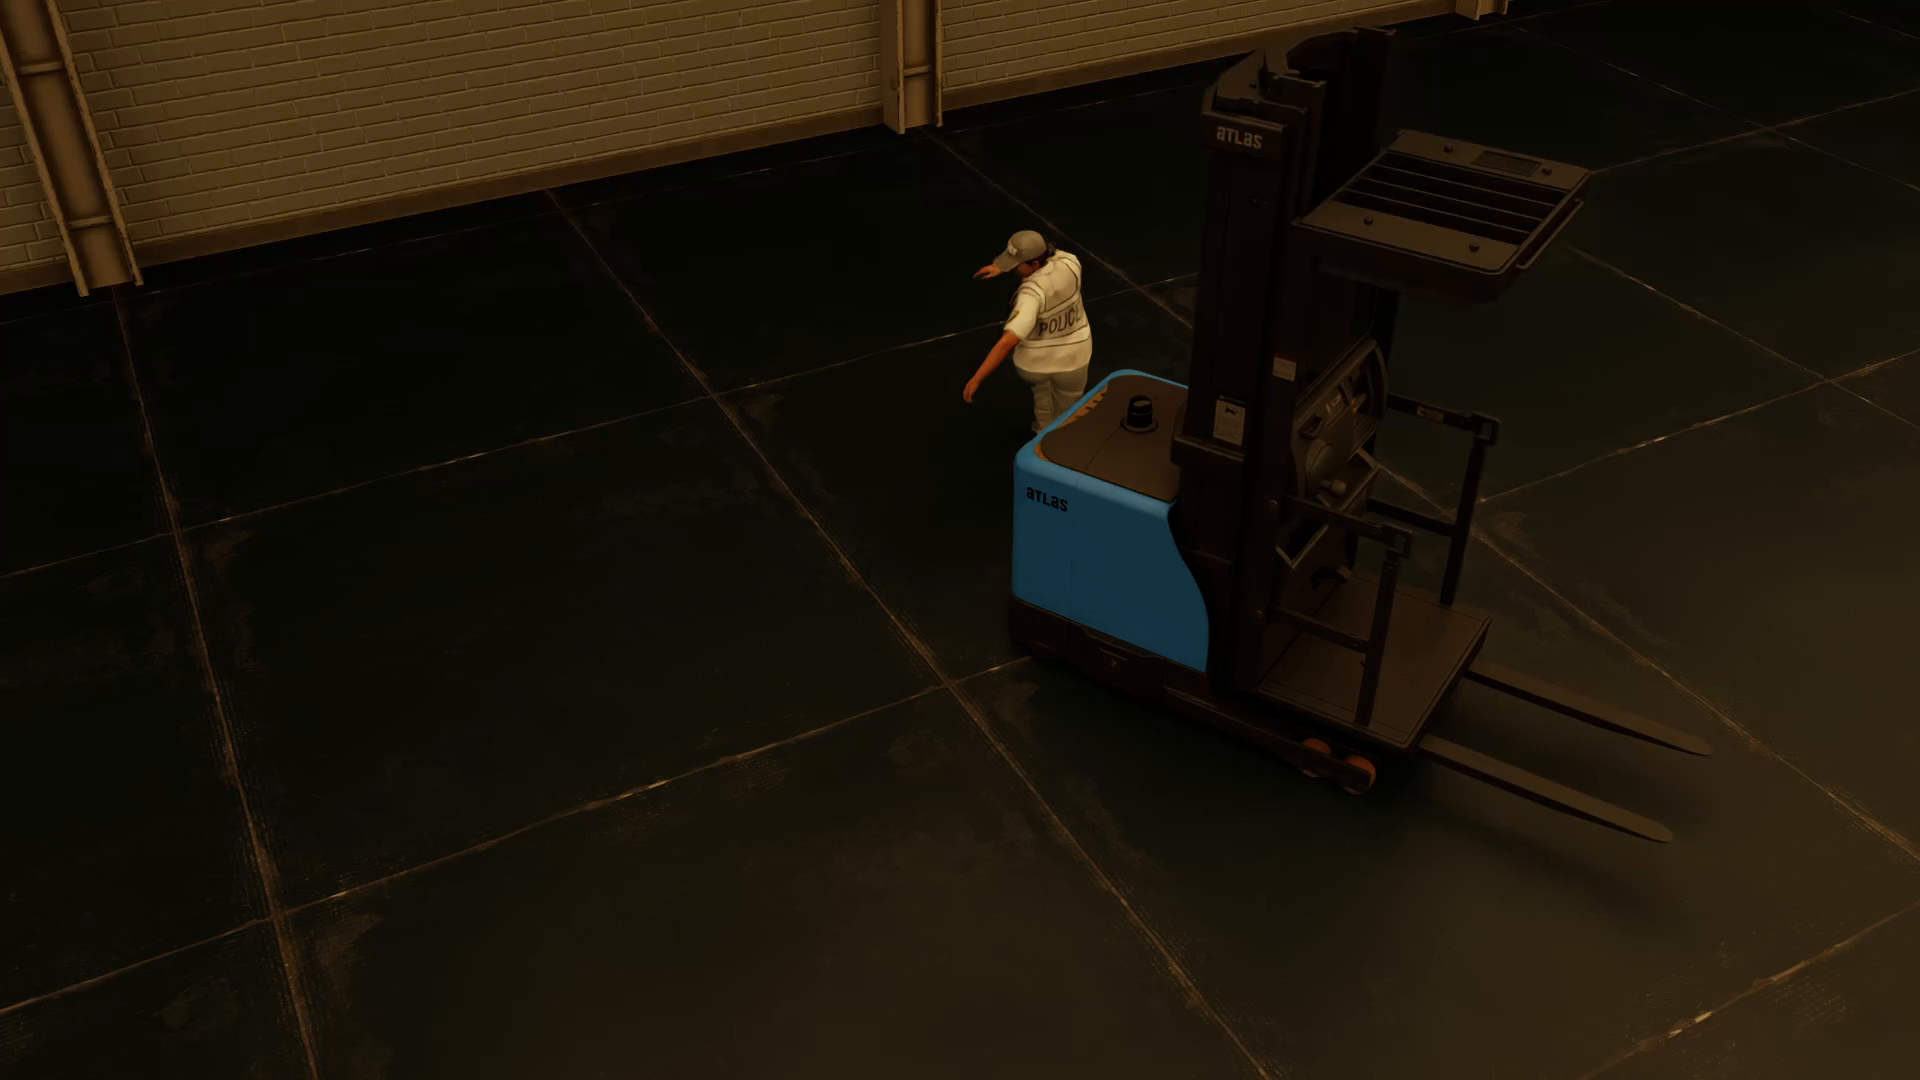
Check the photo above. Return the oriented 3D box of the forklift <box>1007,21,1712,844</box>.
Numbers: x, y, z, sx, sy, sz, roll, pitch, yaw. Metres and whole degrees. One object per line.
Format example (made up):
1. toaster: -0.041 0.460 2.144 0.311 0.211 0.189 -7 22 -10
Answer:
1. forklift: 1.736 -0.460 6.774 3.031 2.935 1.130 21 40 27

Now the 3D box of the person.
1. person: 0.360 -0.994 8.915 0.699 1.440 0.928 -1 35 -1
